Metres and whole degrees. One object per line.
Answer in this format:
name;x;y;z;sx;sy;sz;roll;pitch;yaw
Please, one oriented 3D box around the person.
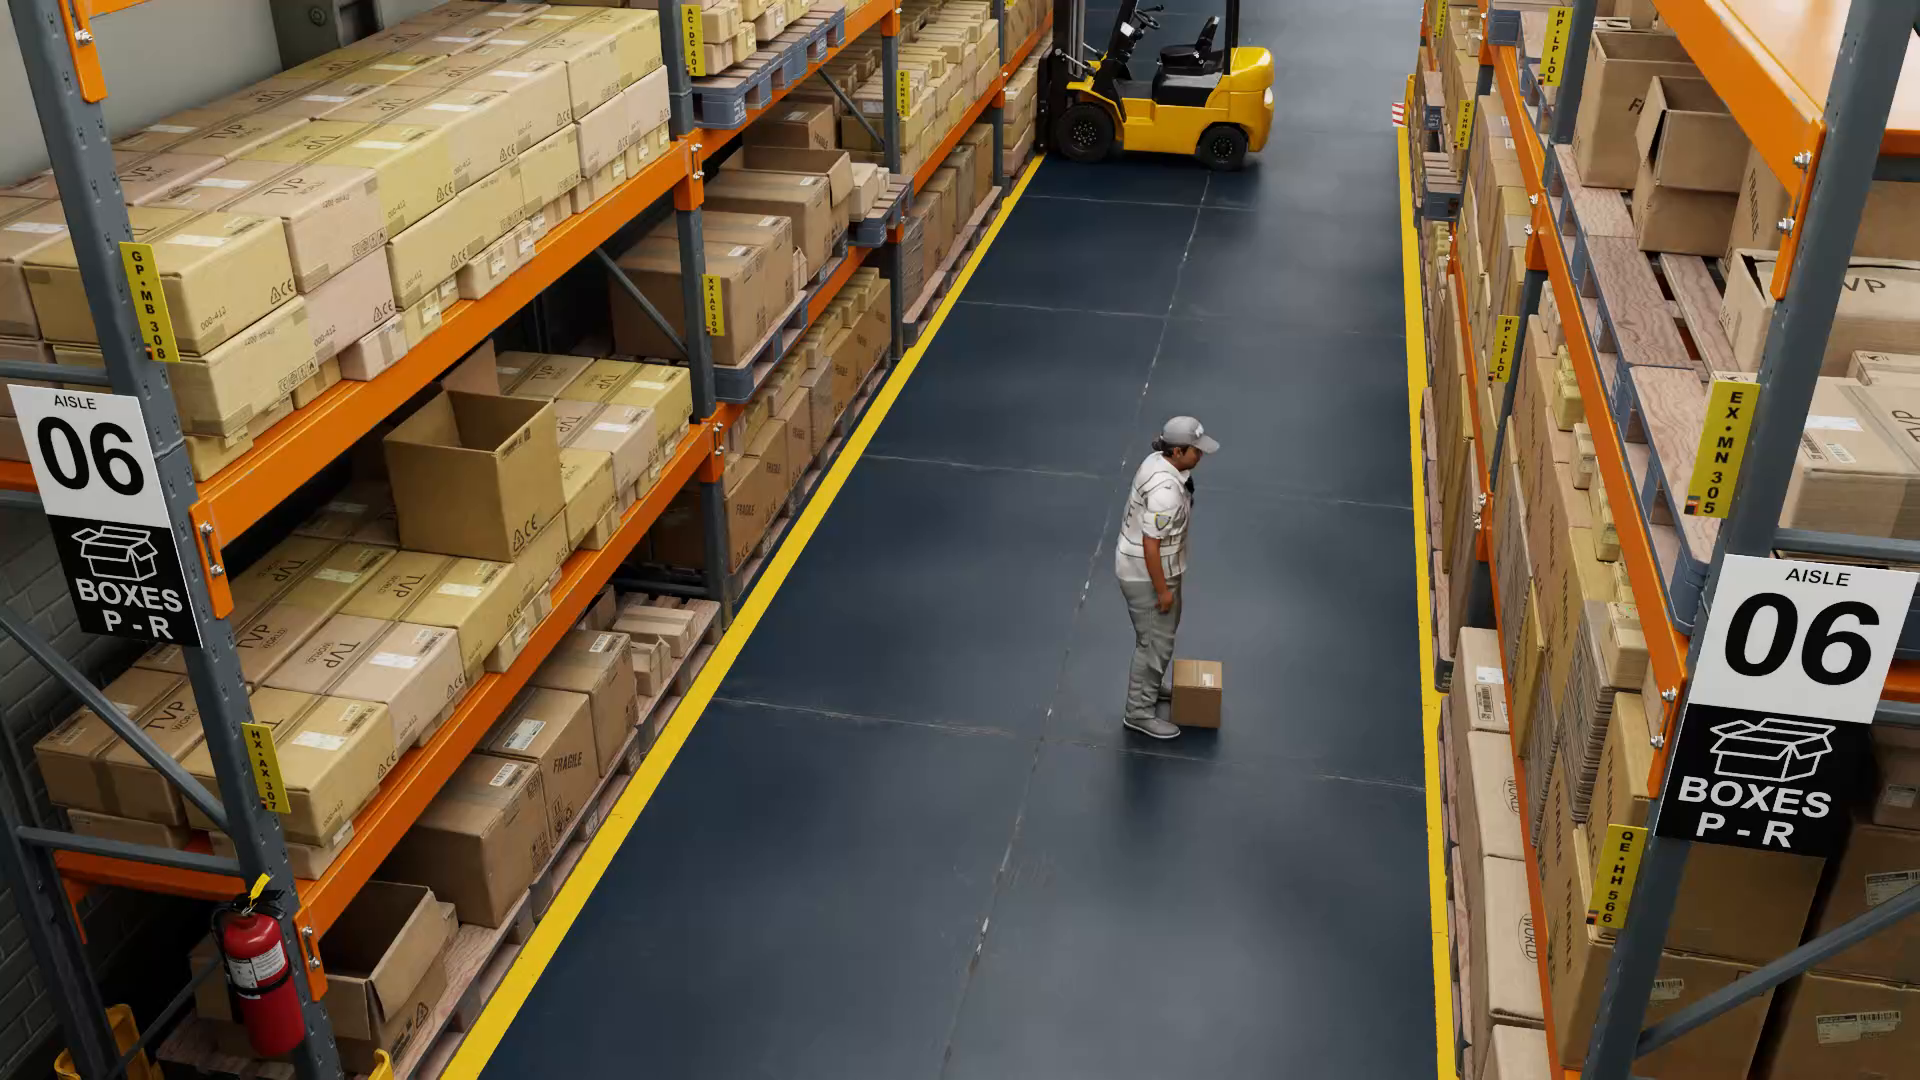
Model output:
person;1.011;0.156;8.323;0.468;1.667;0.557;5;29;9
